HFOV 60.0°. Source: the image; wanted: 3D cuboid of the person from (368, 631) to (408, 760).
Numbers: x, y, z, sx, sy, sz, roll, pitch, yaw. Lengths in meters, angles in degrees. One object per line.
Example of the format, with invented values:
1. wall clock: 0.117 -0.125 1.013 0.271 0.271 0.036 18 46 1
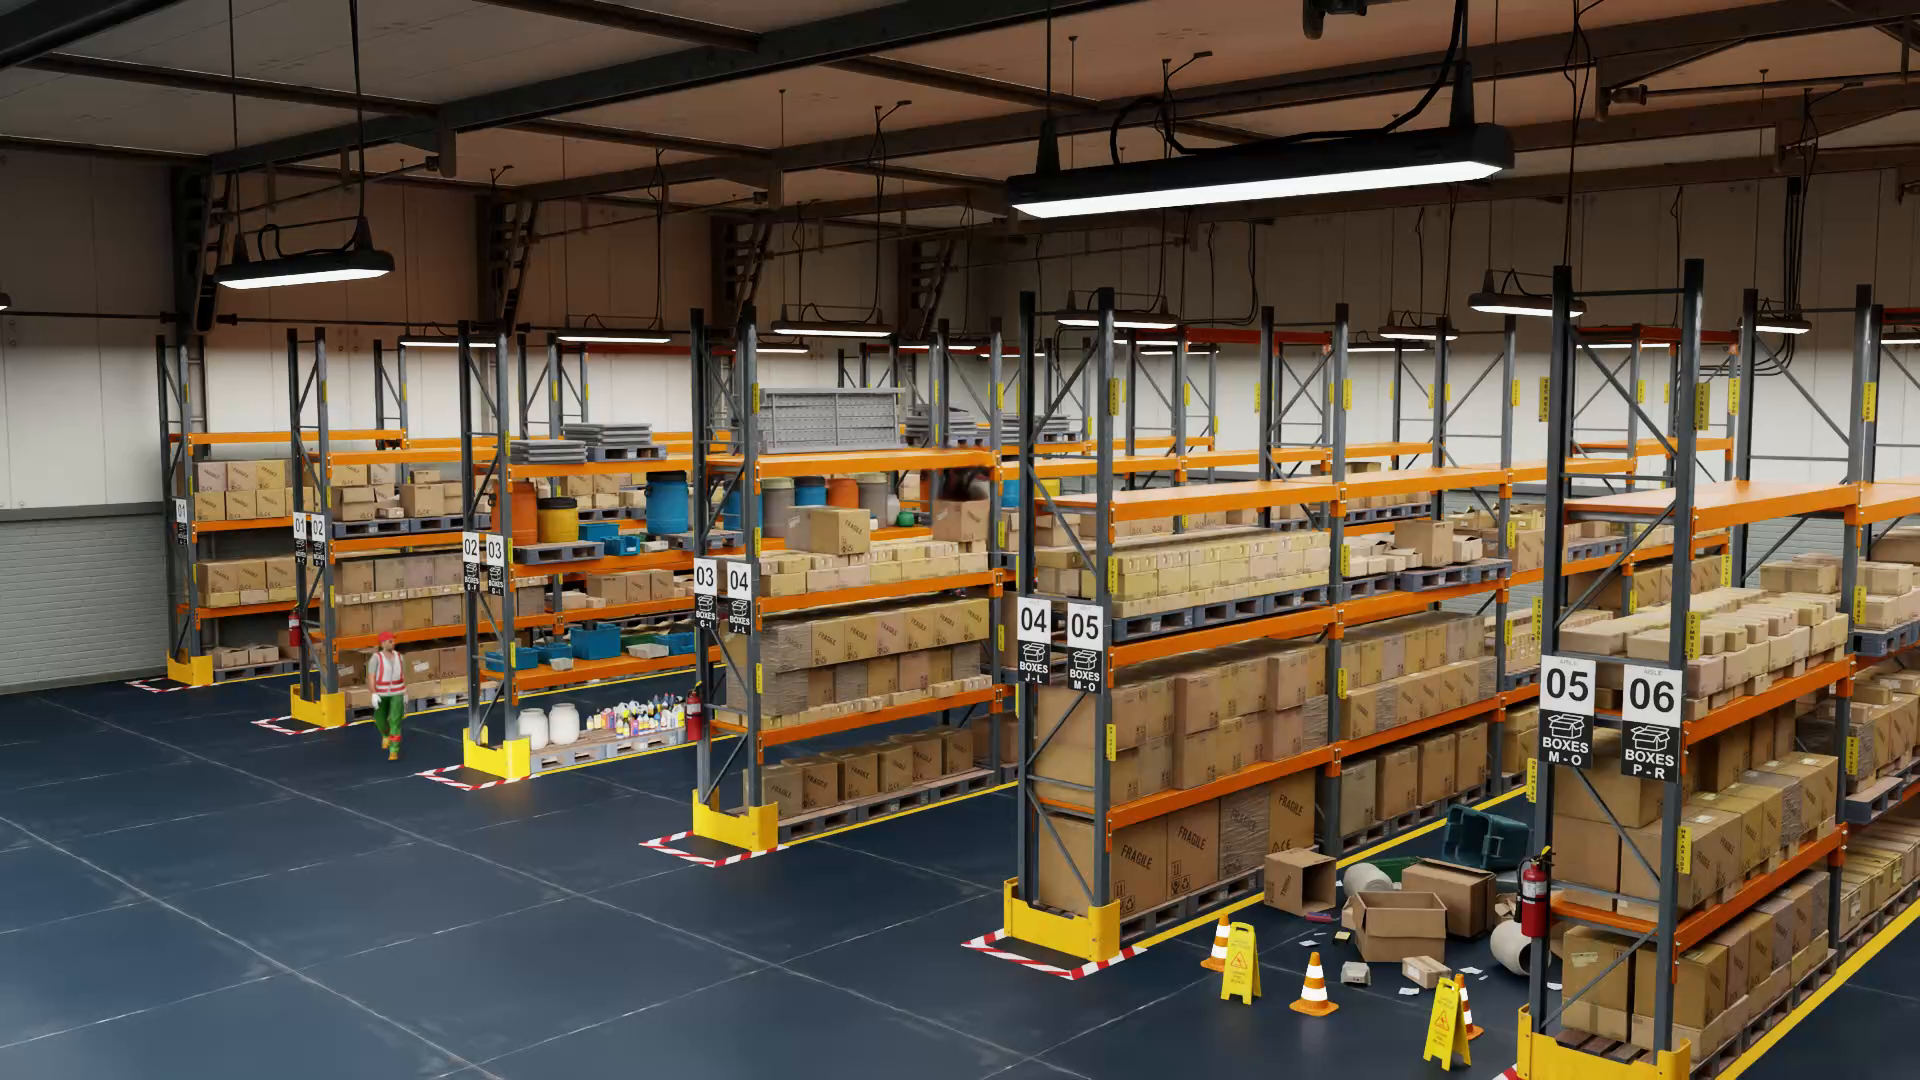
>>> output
1. person: -7.911 2.129 23.029 0.490 1.748 0.862 -1 5 -9
